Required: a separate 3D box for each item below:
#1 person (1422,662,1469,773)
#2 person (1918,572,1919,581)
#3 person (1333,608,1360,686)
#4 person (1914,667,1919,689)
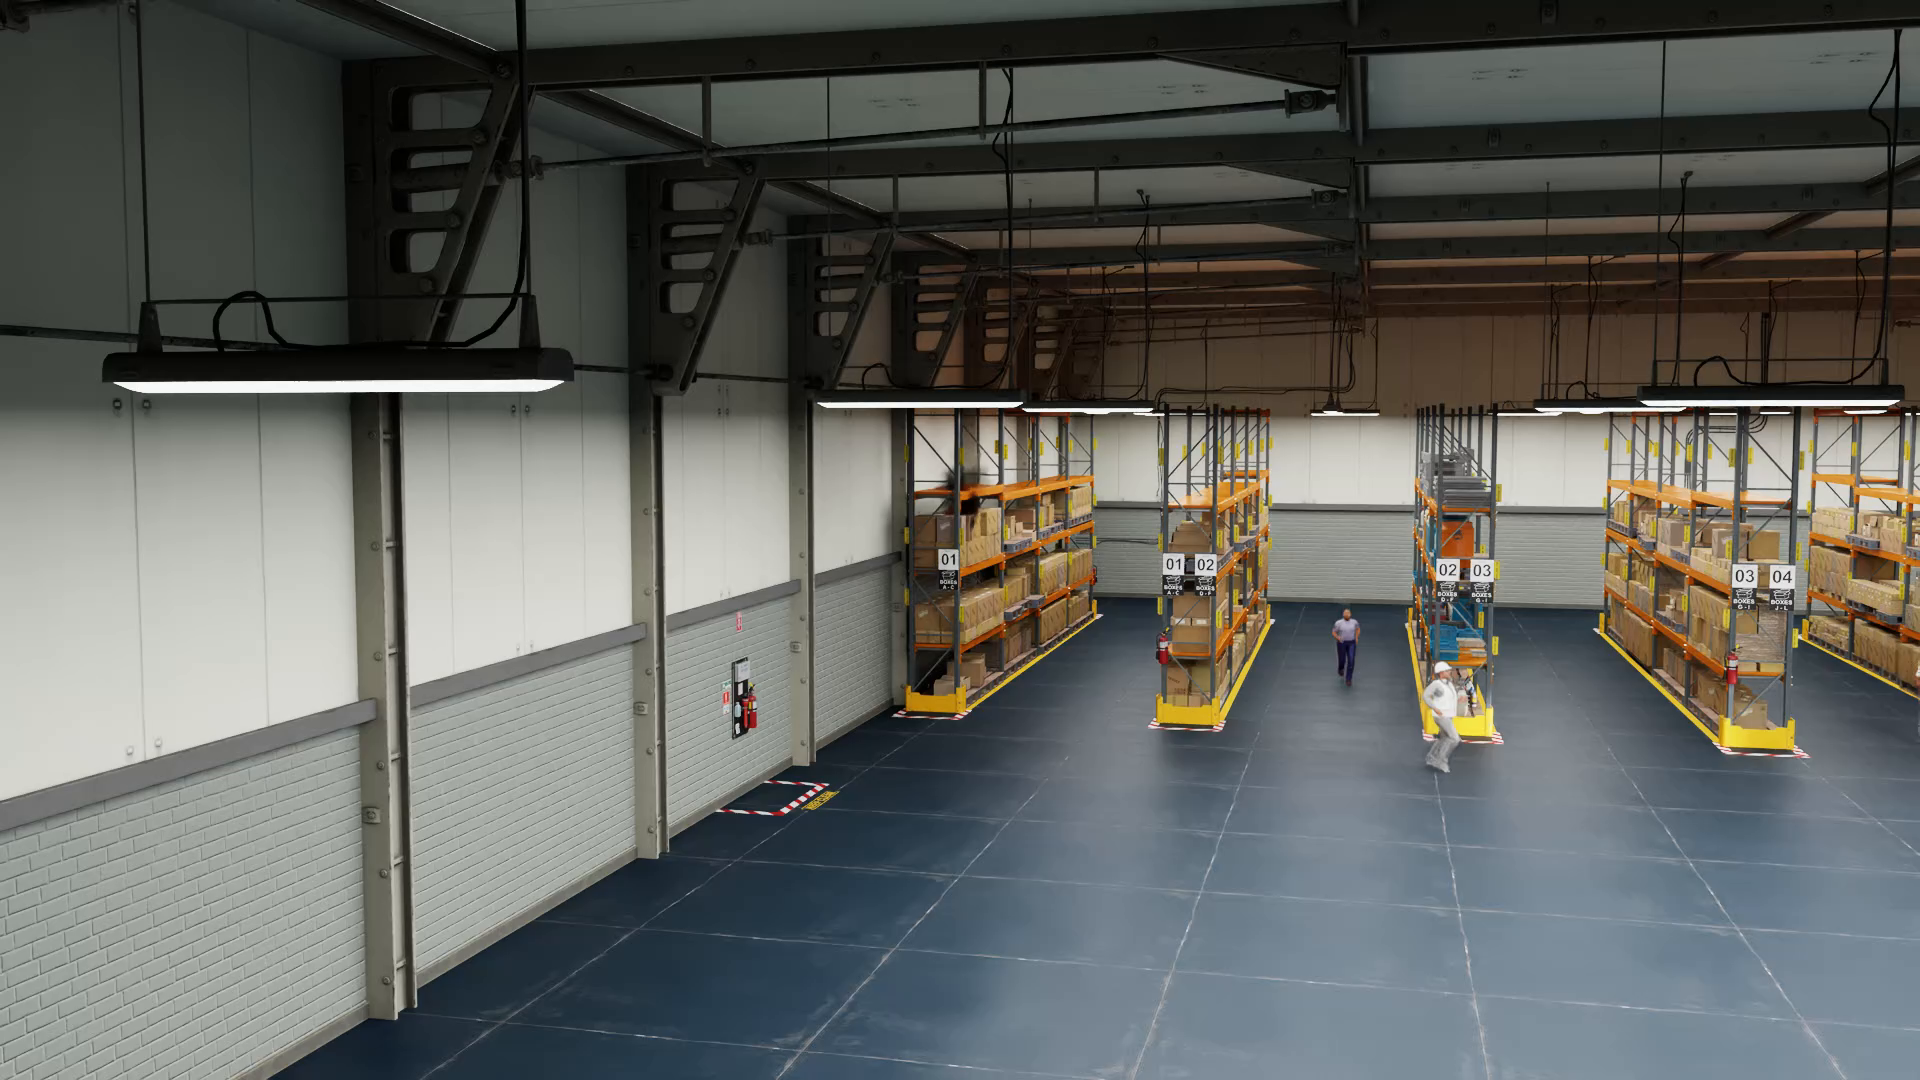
[{"bbox_3d":[7.885,2.884,26.984,0.688,1.803,0.634,3,5,37],"label":"person"},{"bbox_3d":[25.367,1.673,43.821,0.941,1.686,0.632,1,4,8],"label":"person"},{"bbox_3d":[8.380,2.300,36.048,0.607,1.648,0.841,0,4,6],"label":"person"},{"bbox_3d":[17.179,2.733,29.242,0.719,1.736,0.756,0,4,5],"label":"person"}]
